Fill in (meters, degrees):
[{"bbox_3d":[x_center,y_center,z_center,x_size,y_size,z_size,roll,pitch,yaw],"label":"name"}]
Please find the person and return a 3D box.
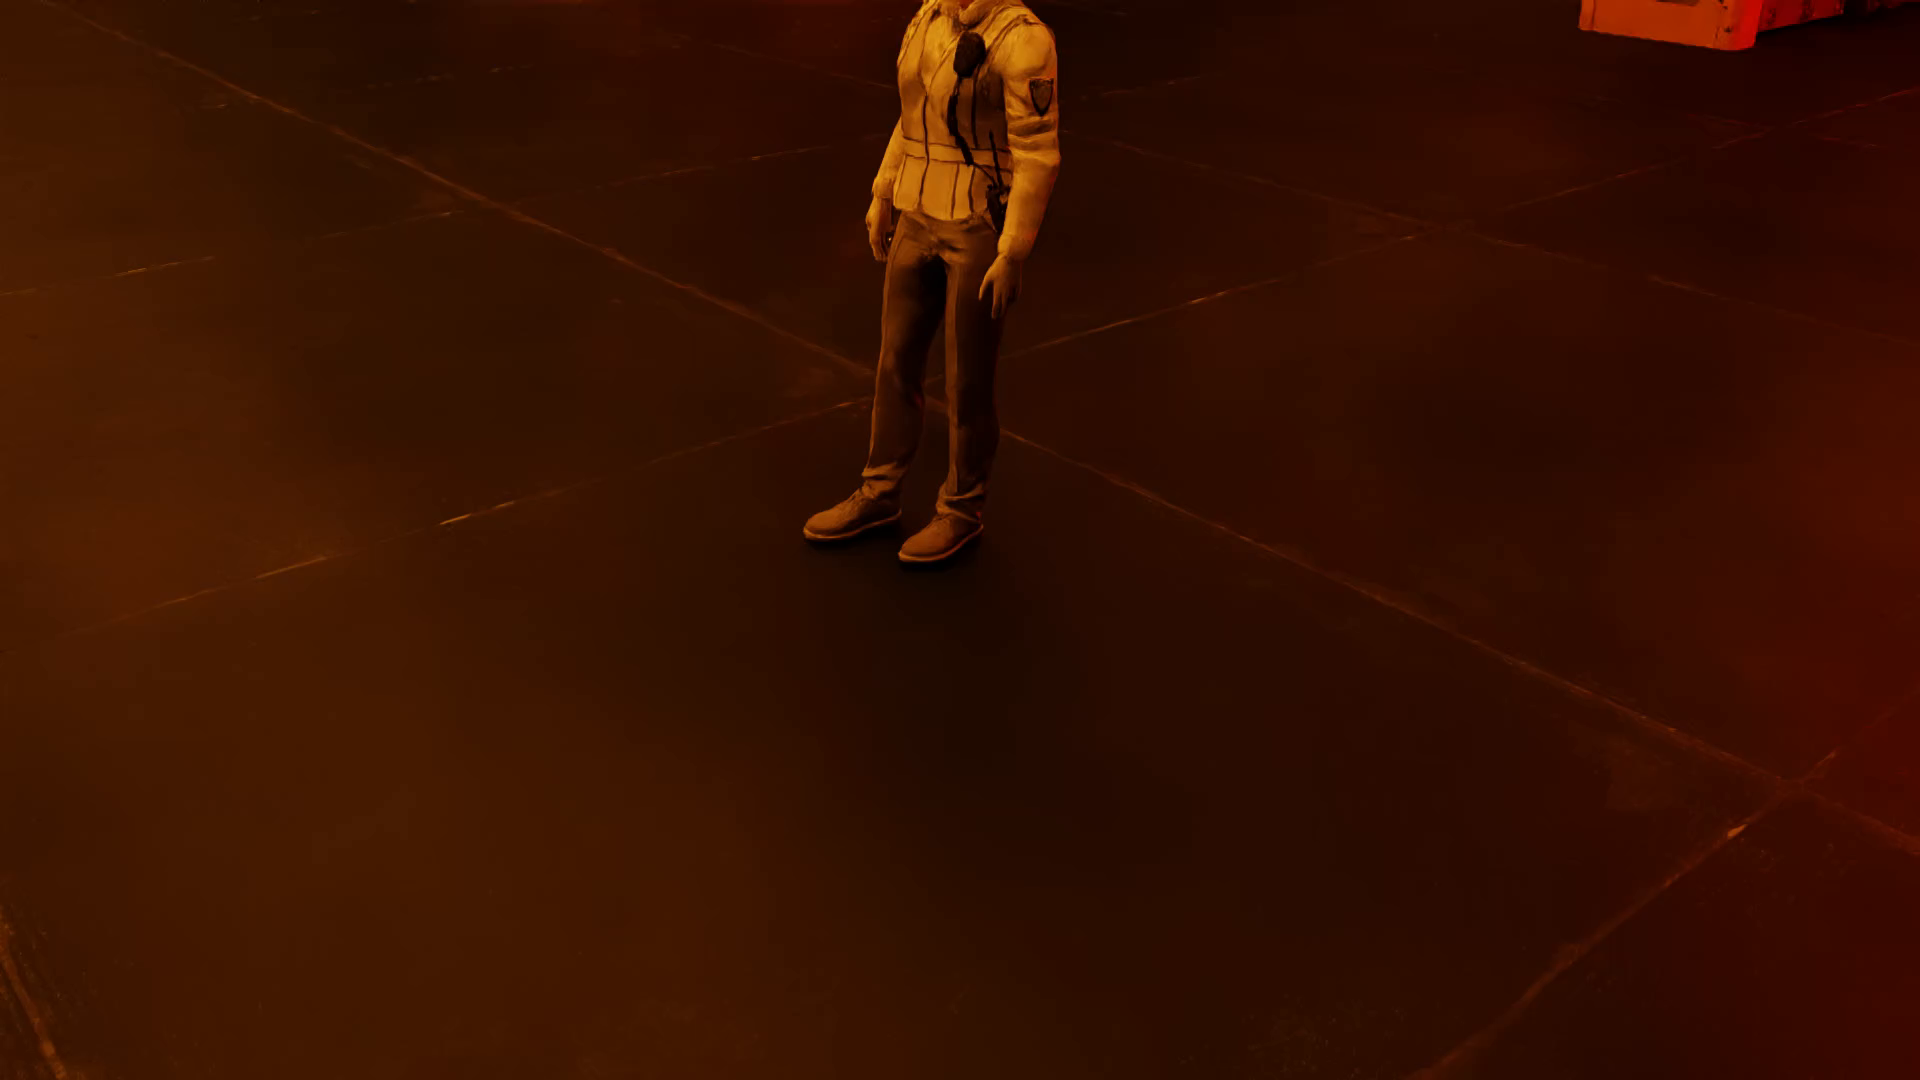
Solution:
[{"bbox_3d":[-0.057,-0.749,4.087,0.533,1.695,0.586,-20,33,-35],"label":"person"}]
